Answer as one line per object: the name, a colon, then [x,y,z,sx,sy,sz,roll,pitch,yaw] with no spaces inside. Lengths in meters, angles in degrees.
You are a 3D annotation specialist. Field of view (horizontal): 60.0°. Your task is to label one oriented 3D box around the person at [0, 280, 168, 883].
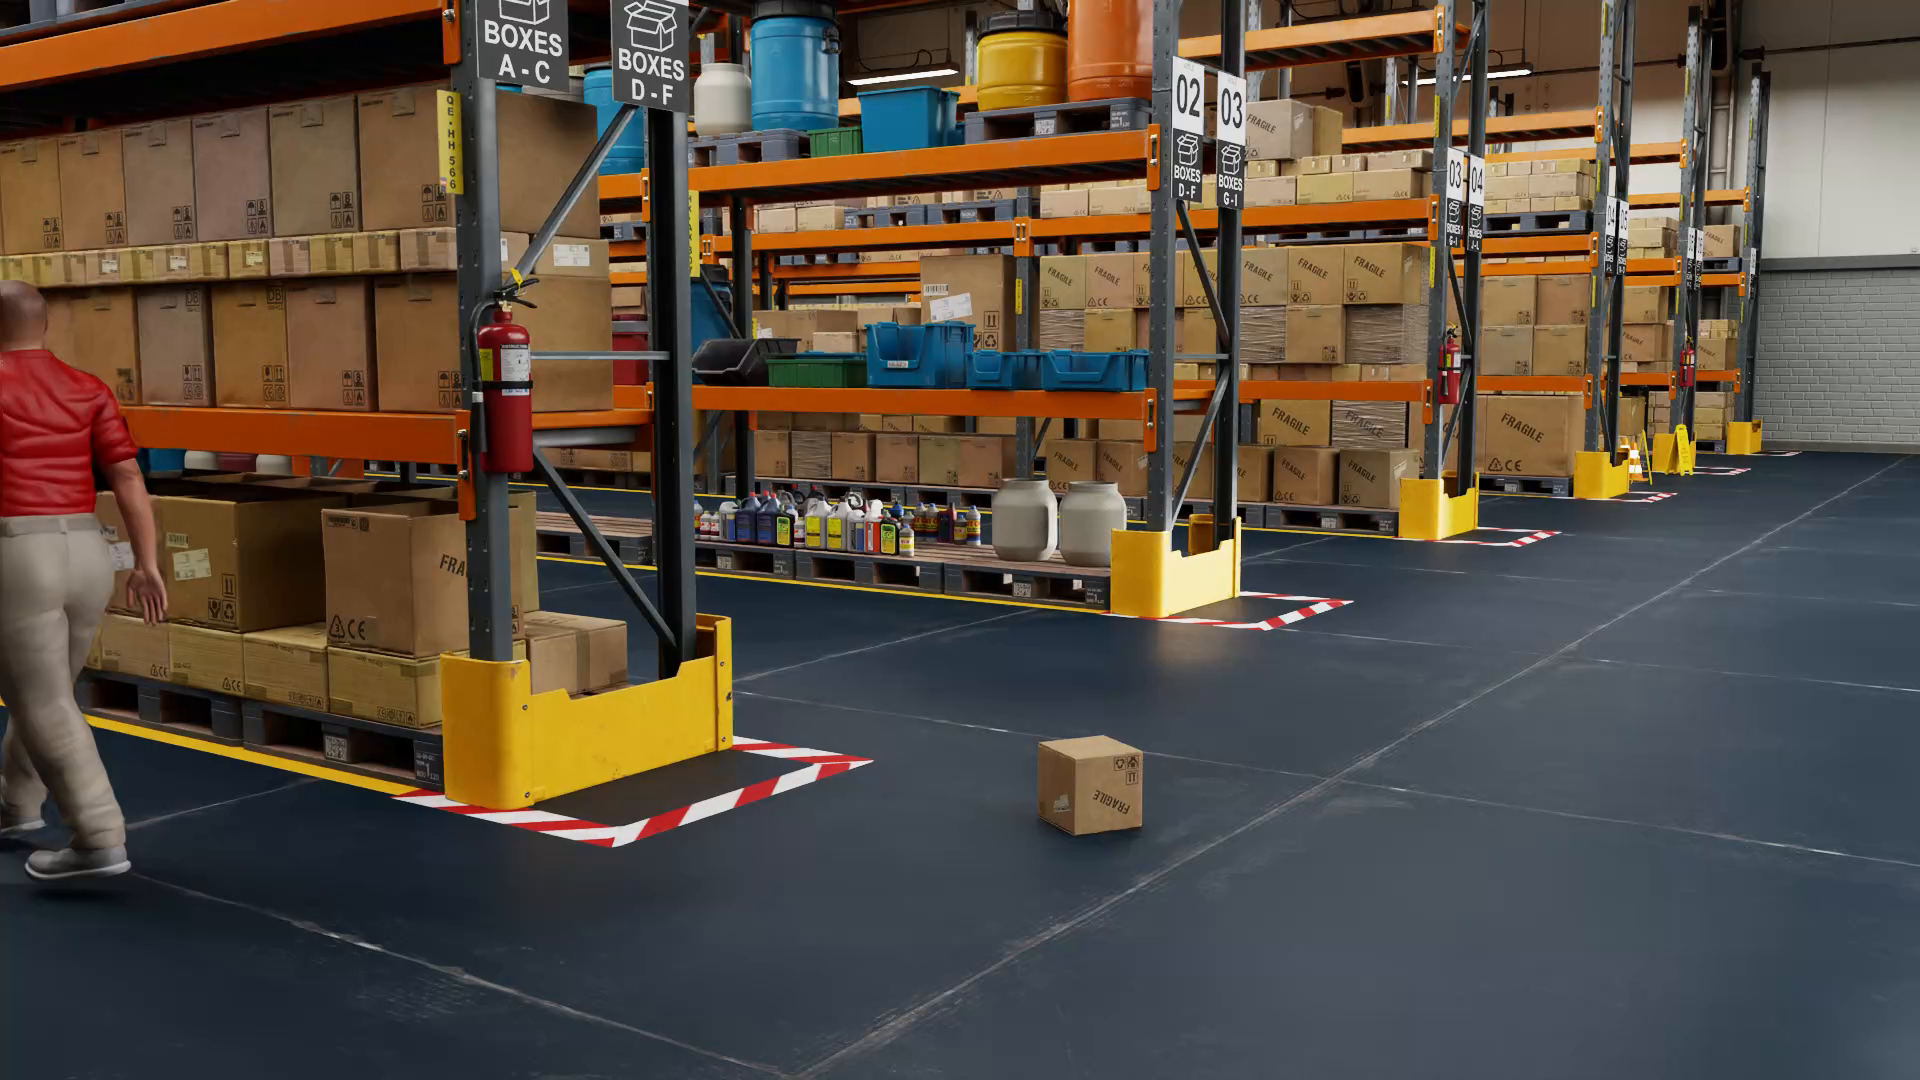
person: [-2.730,0.114,4.810,0.946,1.712,0.586,3,7,23]
